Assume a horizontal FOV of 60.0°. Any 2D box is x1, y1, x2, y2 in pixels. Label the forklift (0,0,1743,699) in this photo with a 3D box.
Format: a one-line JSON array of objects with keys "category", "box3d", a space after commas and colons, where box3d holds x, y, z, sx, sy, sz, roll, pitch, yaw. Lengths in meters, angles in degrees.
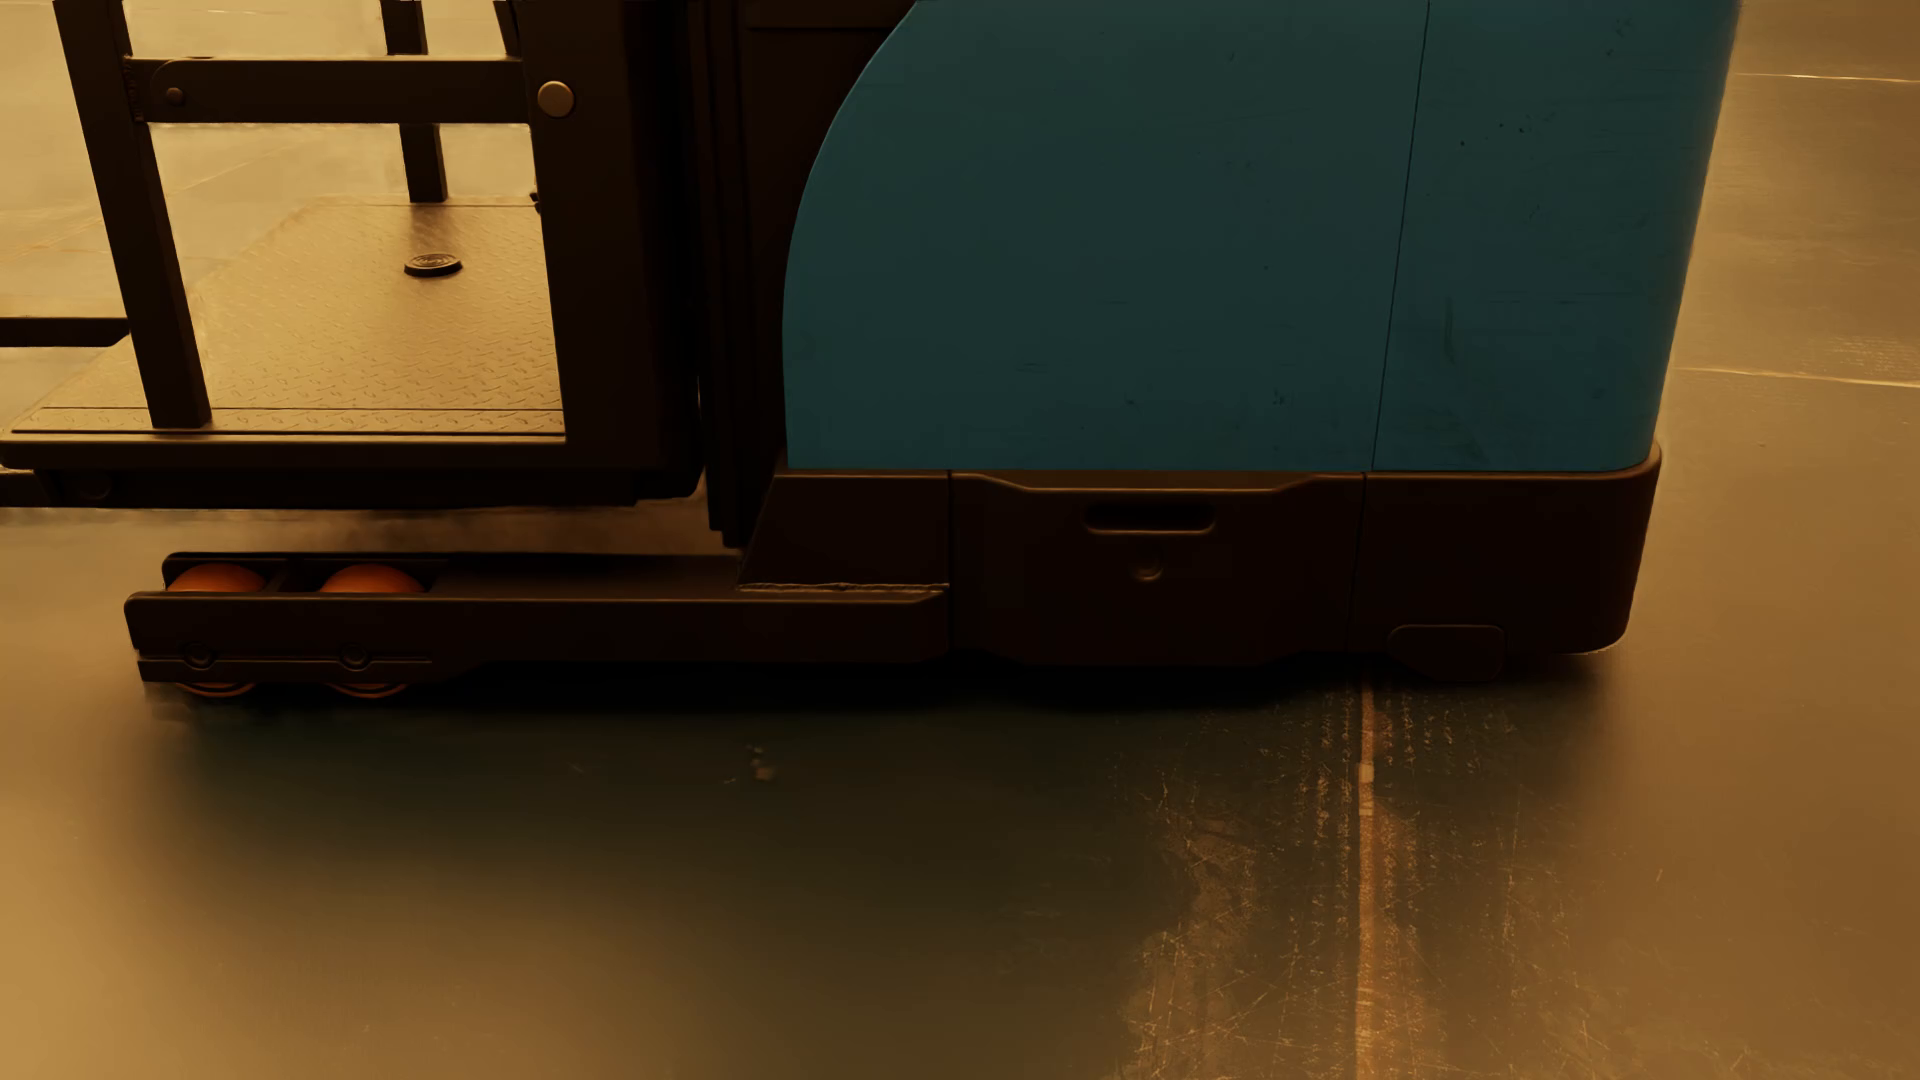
[{"category": "forklift", "box3d": [-0.652, -1.347, 1.915, 3.031, 2.935, 1.130, 0, 27, 1]}]
